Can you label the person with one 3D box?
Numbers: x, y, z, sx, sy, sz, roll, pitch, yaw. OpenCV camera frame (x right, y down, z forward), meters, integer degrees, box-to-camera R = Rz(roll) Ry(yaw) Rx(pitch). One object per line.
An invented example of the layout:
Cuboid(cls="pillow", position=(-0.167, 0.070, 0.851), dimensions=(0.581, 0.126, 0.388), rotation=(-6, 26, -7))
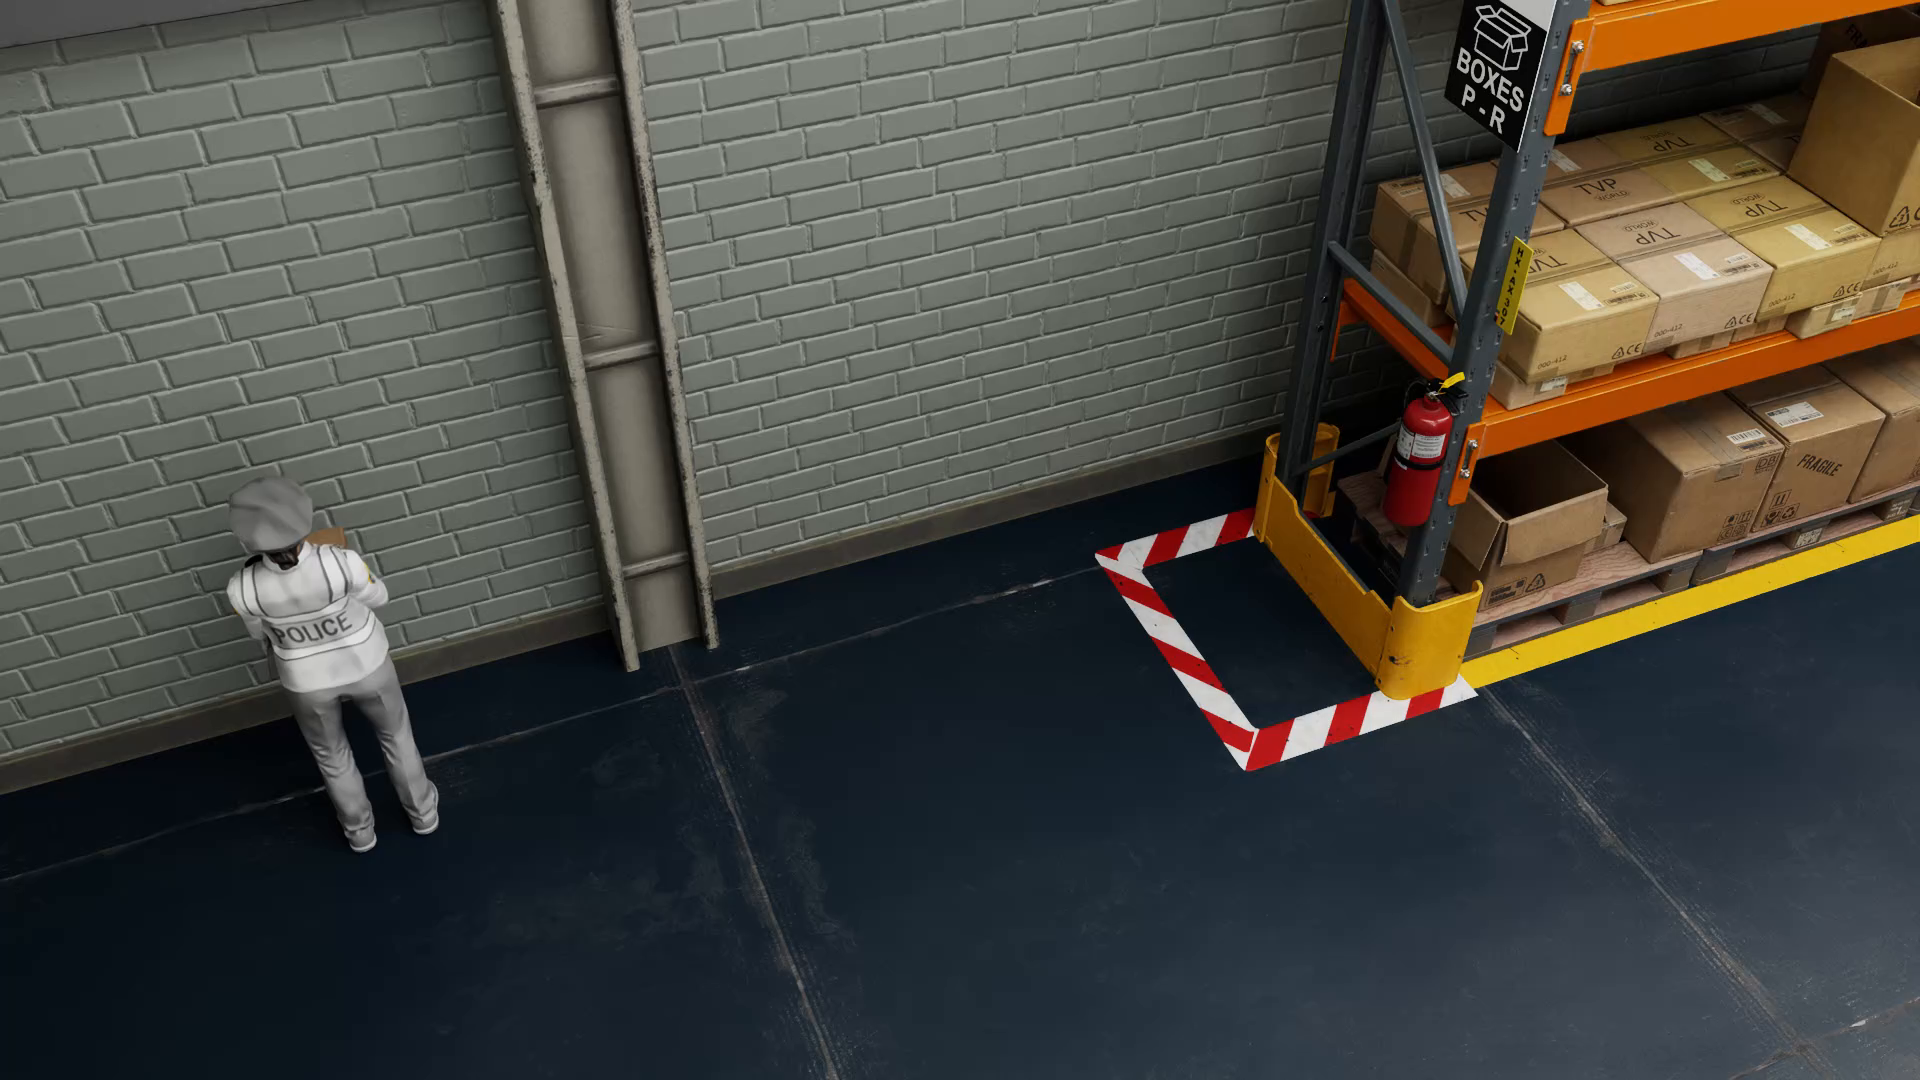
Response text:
Cuboid(cls="person", position=(-2.149, 0.392, 5.709), dimensions=(0.459, 1.687, 0.547), rotation=(-14, 44, -15))
